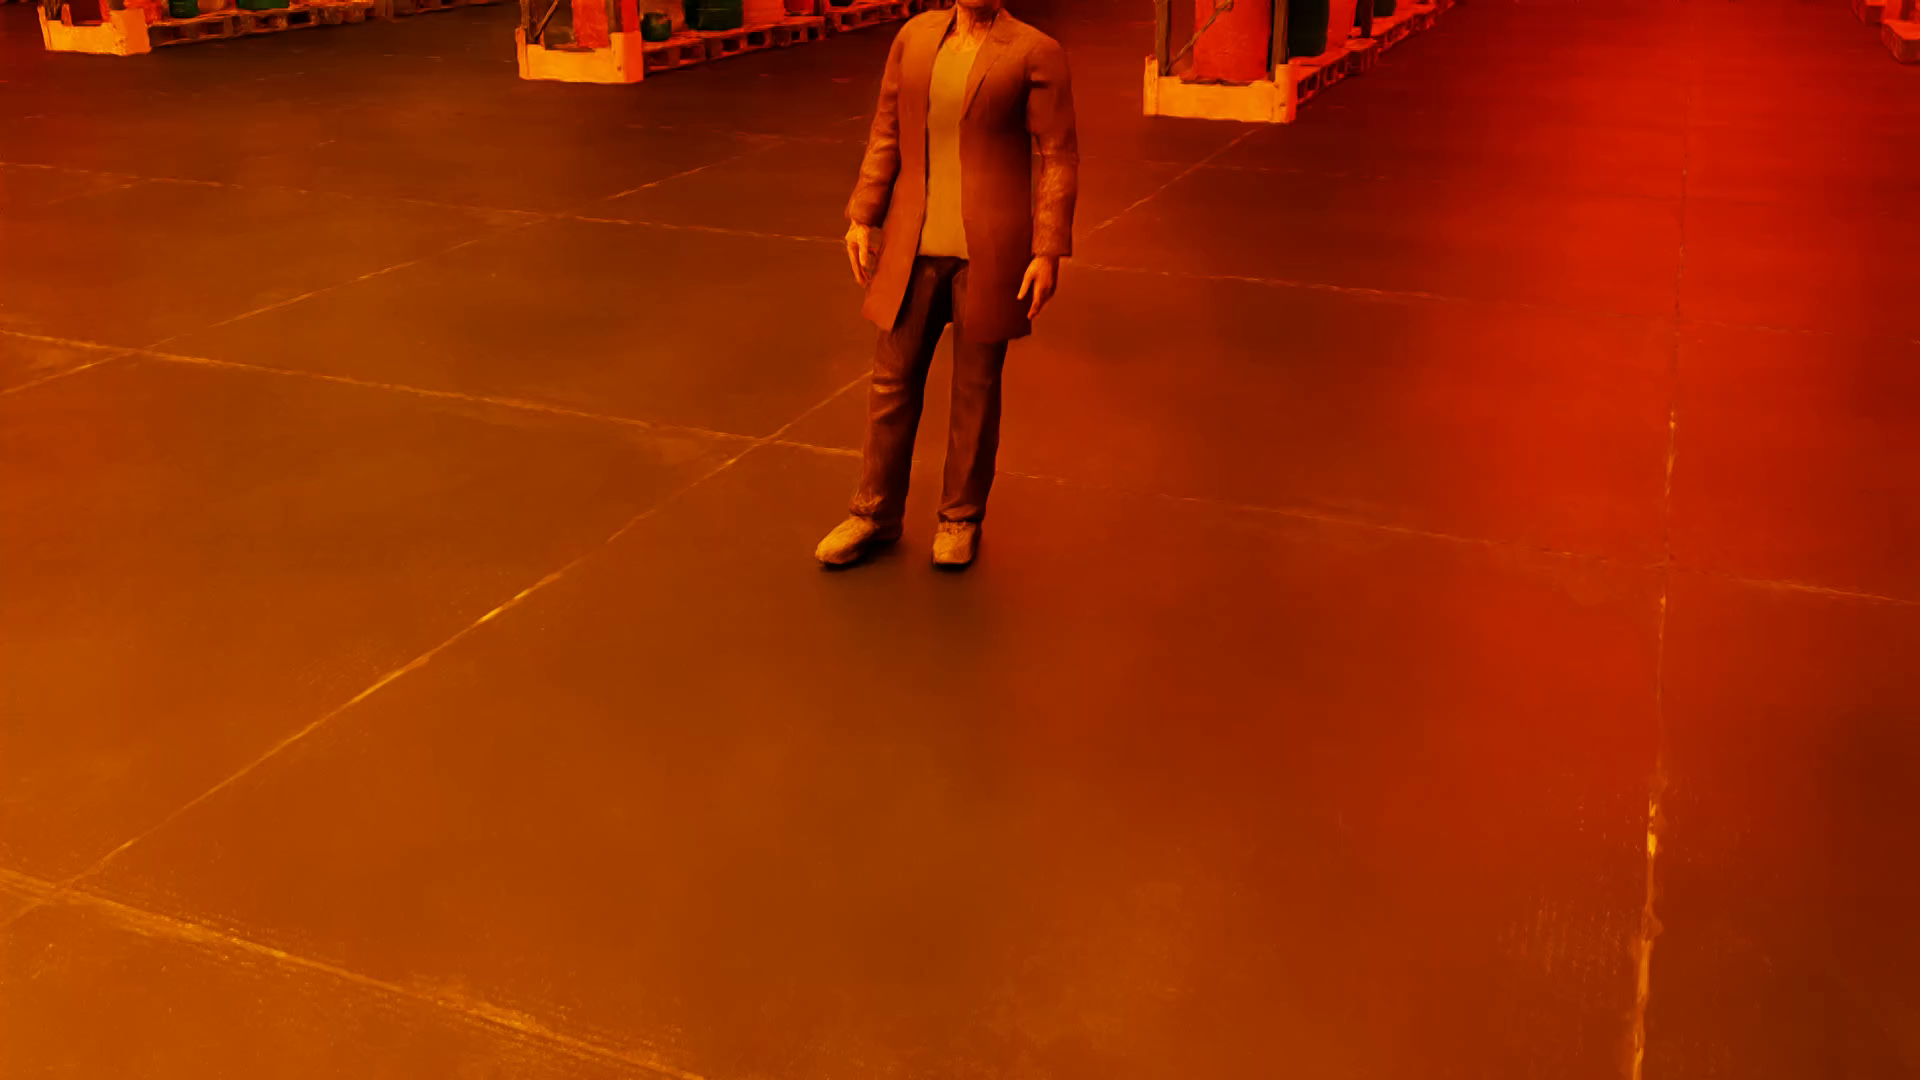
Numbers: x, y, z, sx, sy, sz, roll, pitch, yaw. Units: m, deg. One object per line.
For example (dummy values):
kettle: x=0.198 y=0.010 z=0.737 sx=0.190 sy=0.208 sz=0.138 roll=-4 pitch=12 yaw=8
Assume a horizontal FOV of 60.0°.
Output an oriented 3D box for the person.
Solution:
person: x=-0.039 y=-0.795 z=4.671 sx=0.694 sy=1.776 sz=0.580 roll=9 pitch=24 yaw=21
